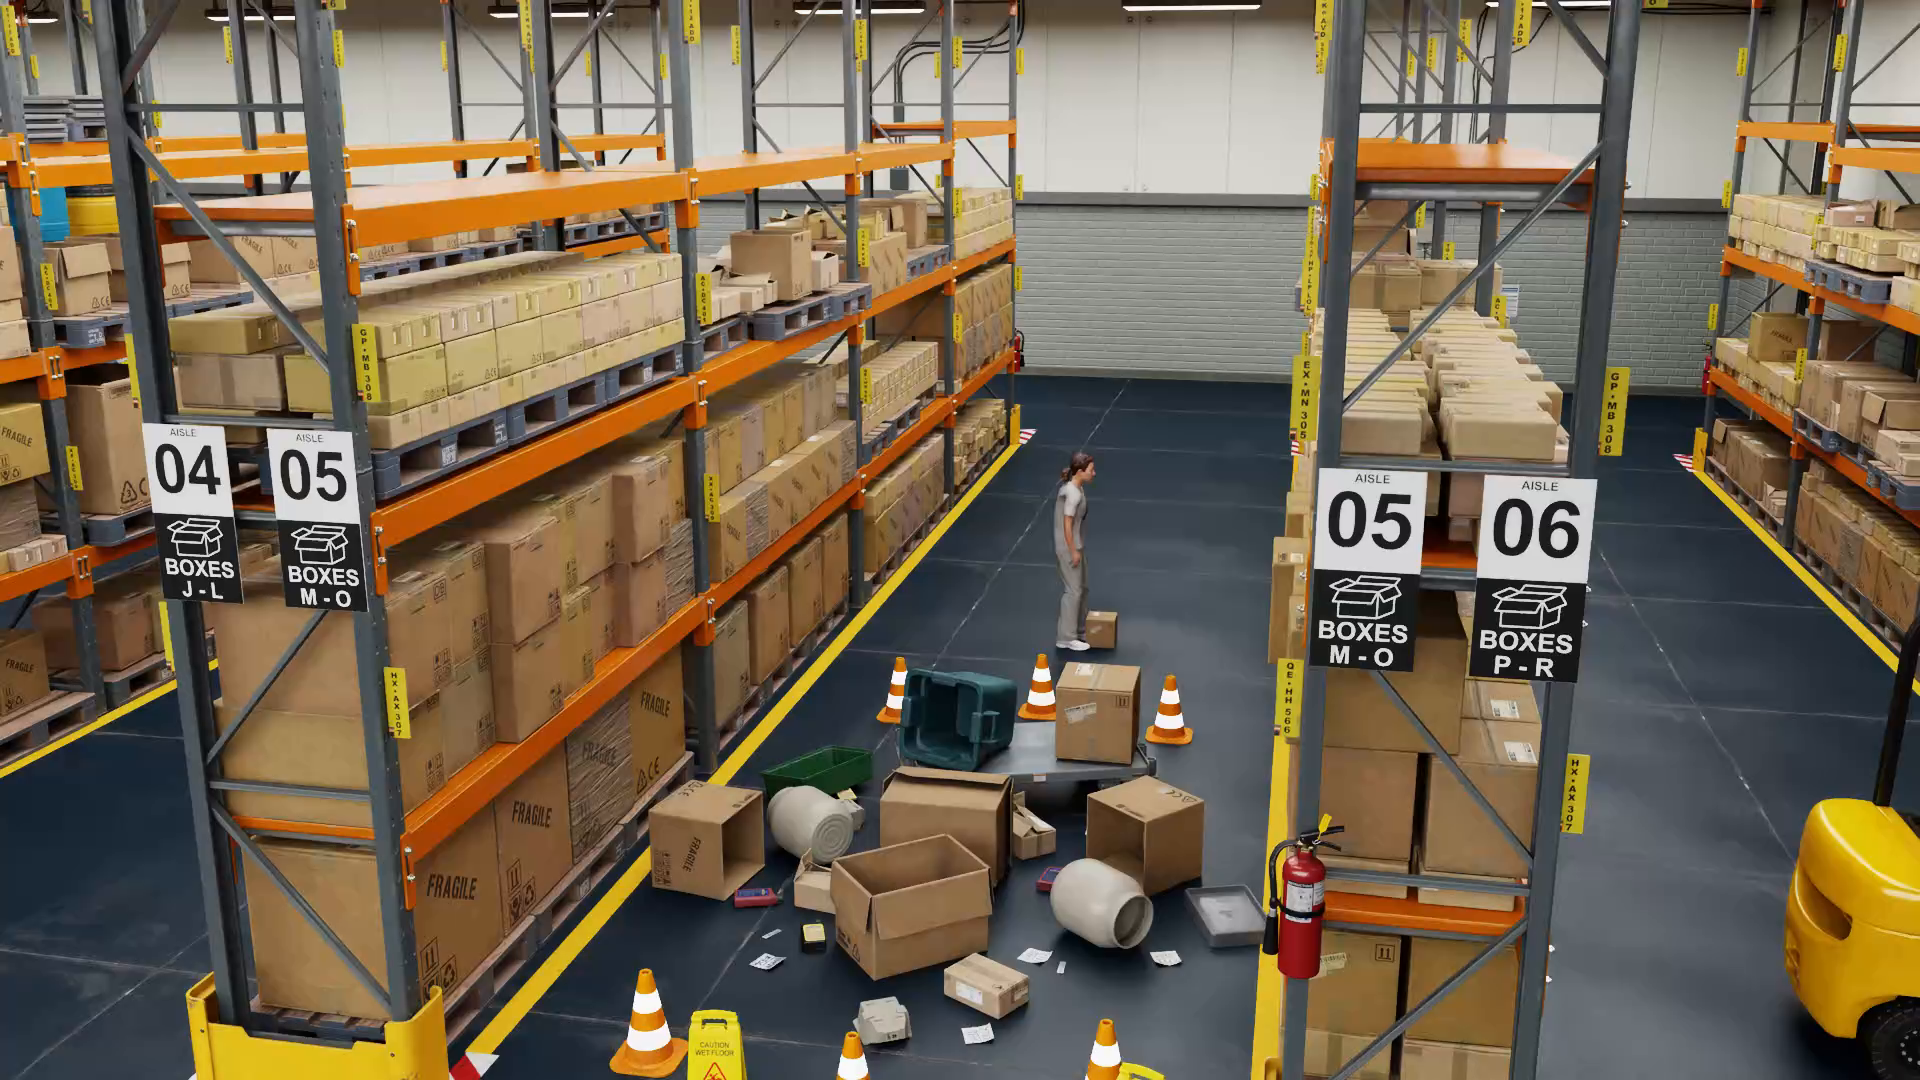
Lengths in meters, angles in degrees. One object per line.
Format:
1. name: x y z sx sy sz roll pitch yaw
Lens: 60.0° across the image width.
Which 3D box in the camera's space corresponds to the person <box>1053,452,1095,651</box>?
1. person: 1.003 0.079 14.218 0.416 1.671 0.505 2 15 8
